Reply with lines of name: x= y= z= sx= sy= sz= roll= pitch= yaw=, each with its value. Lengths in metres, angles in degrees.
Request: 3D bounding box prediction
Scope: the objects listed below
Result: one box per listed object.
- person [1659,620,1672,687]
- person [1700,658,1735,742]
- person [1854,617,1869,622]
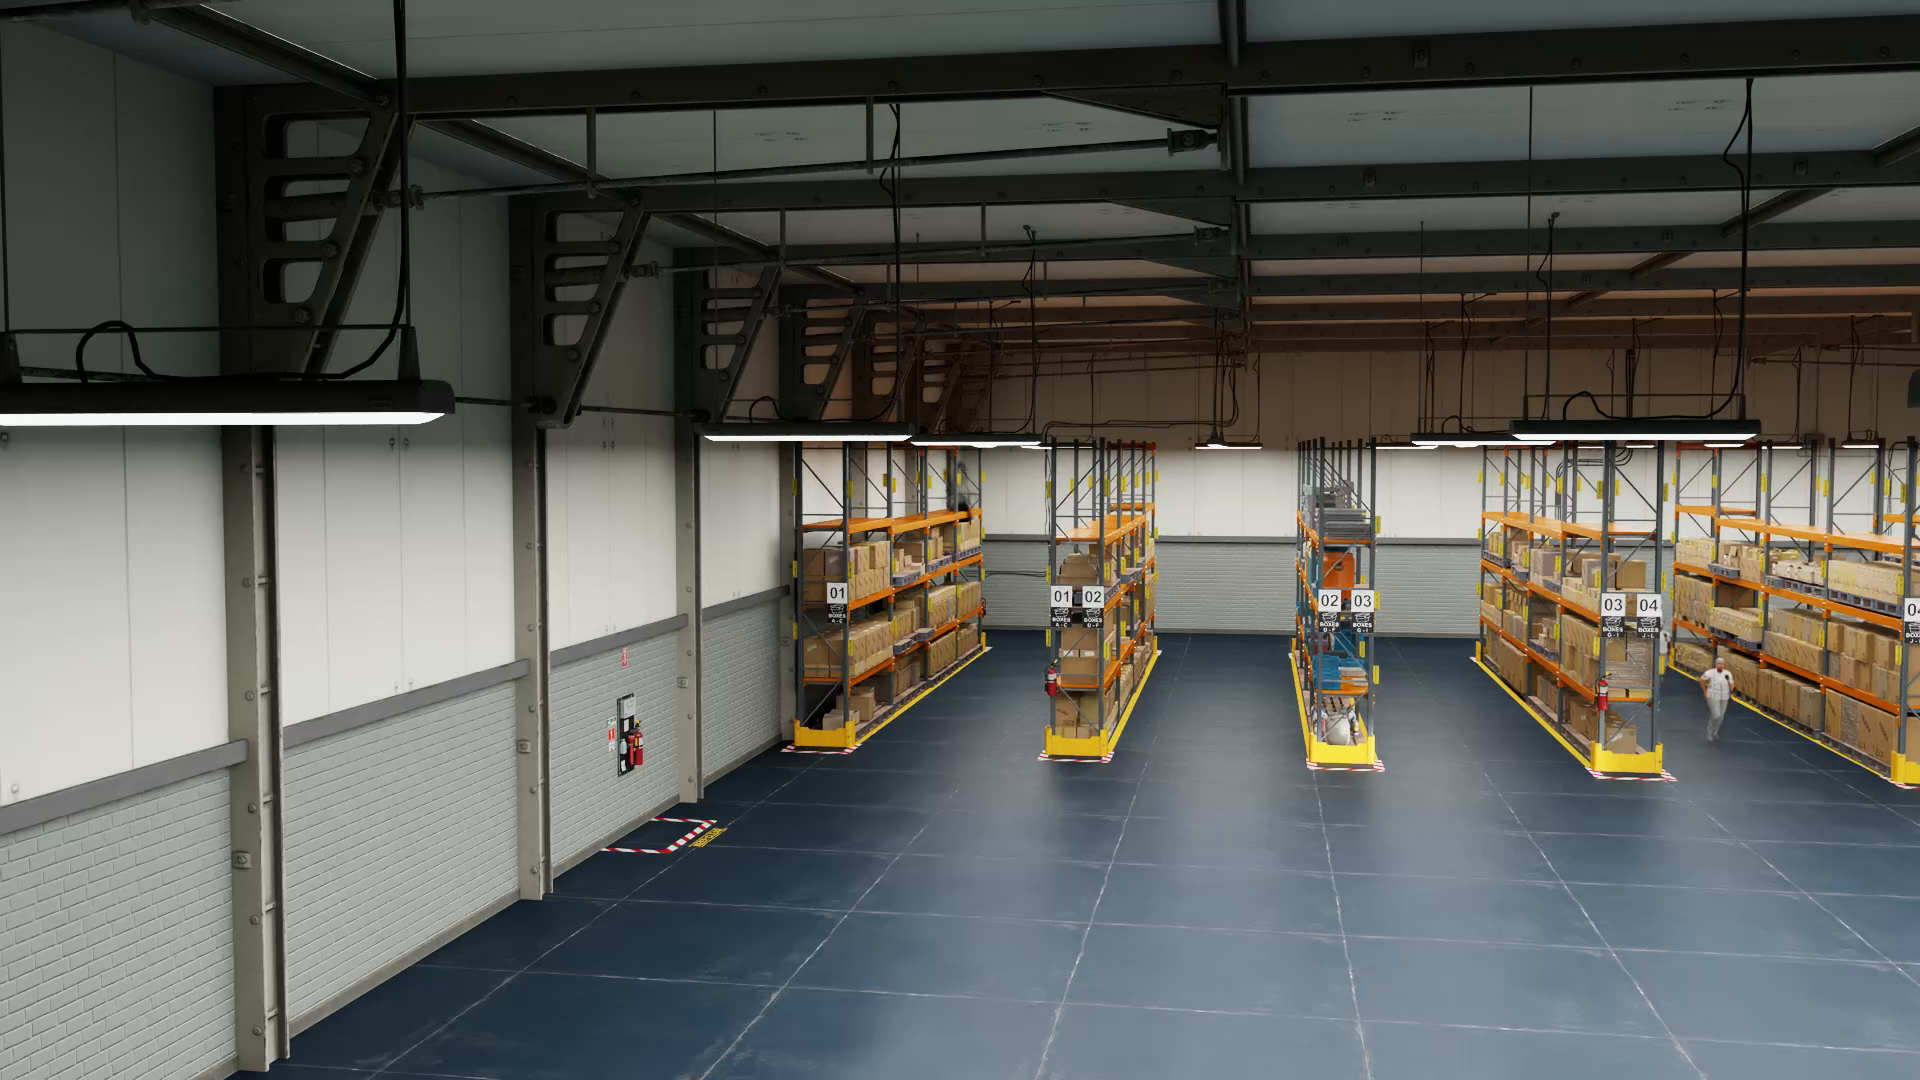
person: x=17.040 y=2.760 z=40.452 sx=0.570 sy=1.661 sz=0.555 roll=1 pitch=3 yaw=15
person: x=15.006 y=3.162 z=32.881 sx=0.597 sy=1.680 sz=0.699 roll=0 pitch=3 yaw=2
person: x=24.420 y=2.464 z=45.089 sx=0.862 sy=1.761 sz=0.756 roll=1 pitch=3 yaw=17
